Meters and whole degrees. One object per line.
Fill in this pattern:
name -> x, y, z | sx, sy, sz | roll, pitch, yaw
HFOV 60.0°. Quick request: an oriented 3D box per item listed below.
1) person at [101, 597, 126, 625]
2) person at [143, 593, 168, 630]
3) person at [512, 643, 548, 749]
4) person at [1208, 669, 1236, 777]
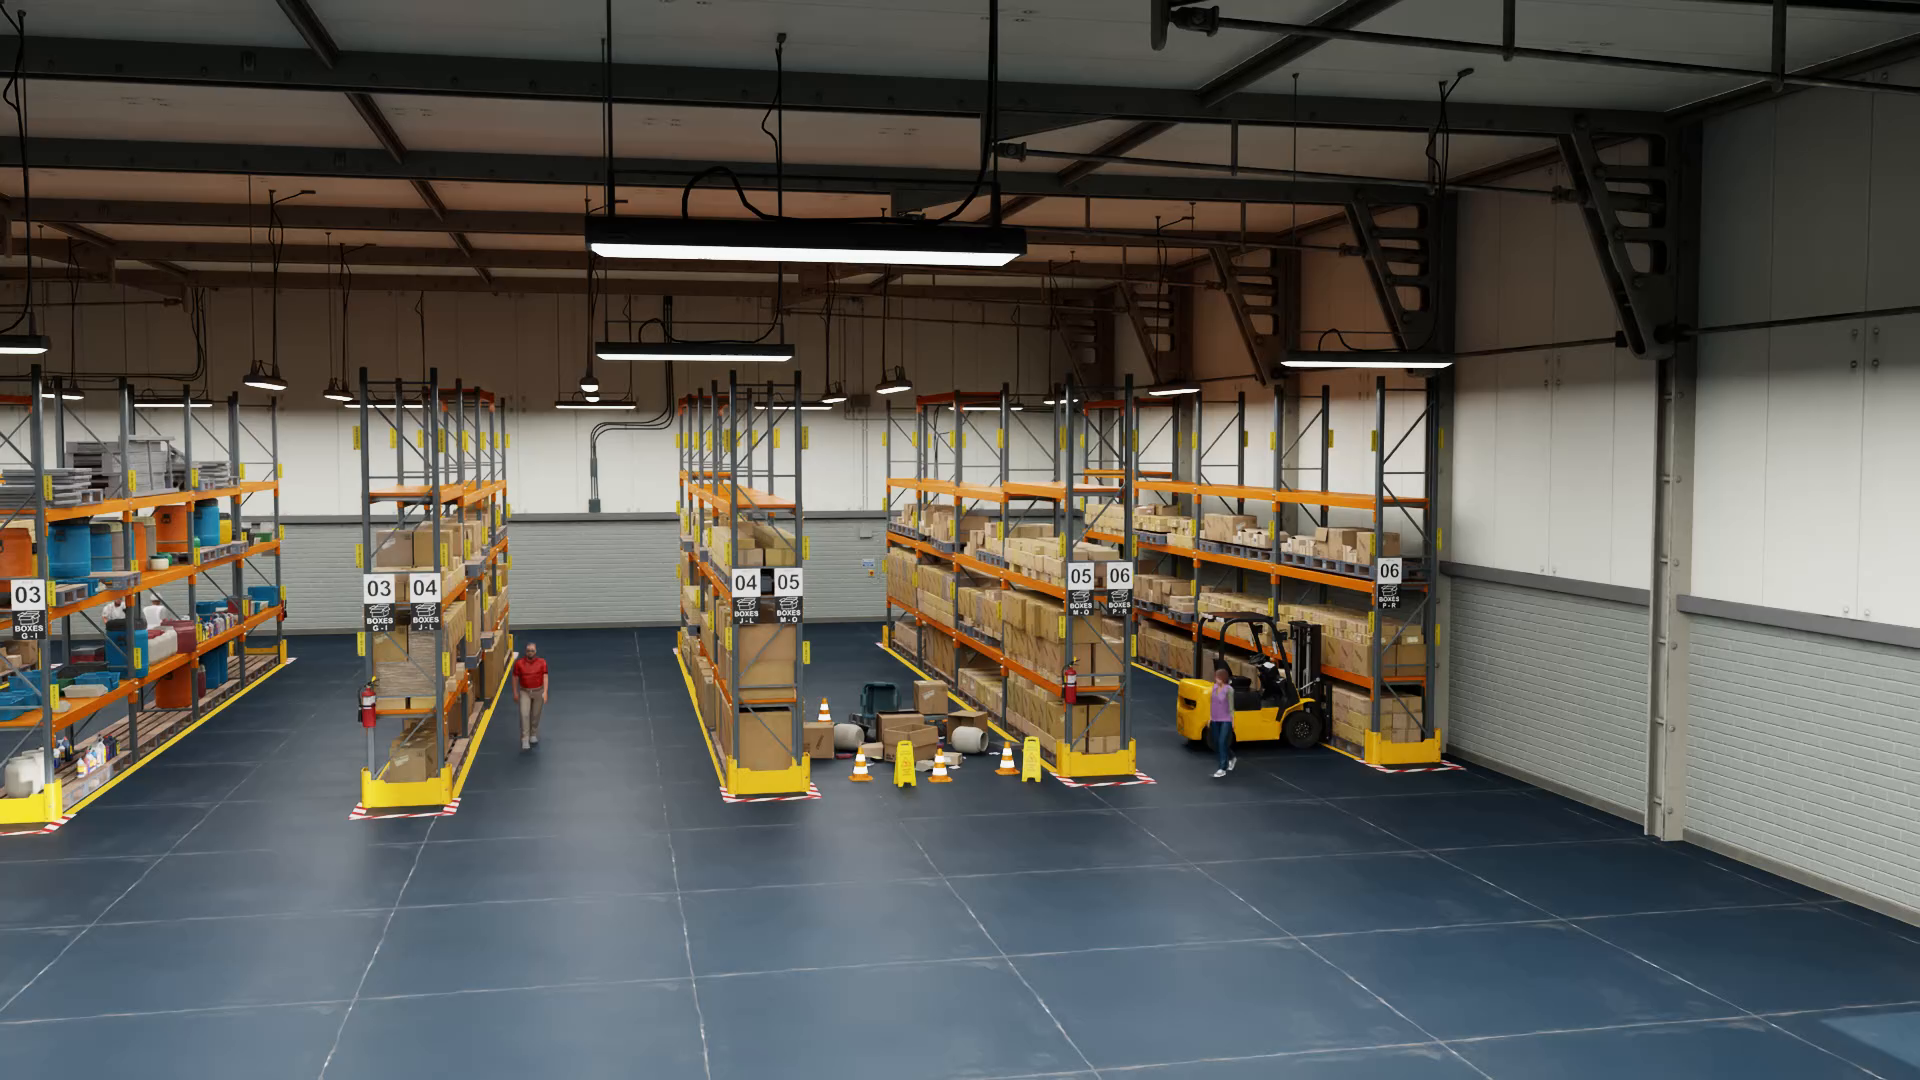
person -> -18.678, 1.967, 36.967 | 0.603, 1.680, 0.734 | 0, 3, -2
person -> -17.105, 2.013, 35.352 | 0.599, 1.780, 0.527 | 1, 3, 10
person -> -6.989, 2.522, 27.154 | 0.547, 1.677, 0.976 | -2, 4, -28
person -> 3.967, 2.716, 24.951 | 0.685, 1.590, 0.392 | -2, 4, -36
